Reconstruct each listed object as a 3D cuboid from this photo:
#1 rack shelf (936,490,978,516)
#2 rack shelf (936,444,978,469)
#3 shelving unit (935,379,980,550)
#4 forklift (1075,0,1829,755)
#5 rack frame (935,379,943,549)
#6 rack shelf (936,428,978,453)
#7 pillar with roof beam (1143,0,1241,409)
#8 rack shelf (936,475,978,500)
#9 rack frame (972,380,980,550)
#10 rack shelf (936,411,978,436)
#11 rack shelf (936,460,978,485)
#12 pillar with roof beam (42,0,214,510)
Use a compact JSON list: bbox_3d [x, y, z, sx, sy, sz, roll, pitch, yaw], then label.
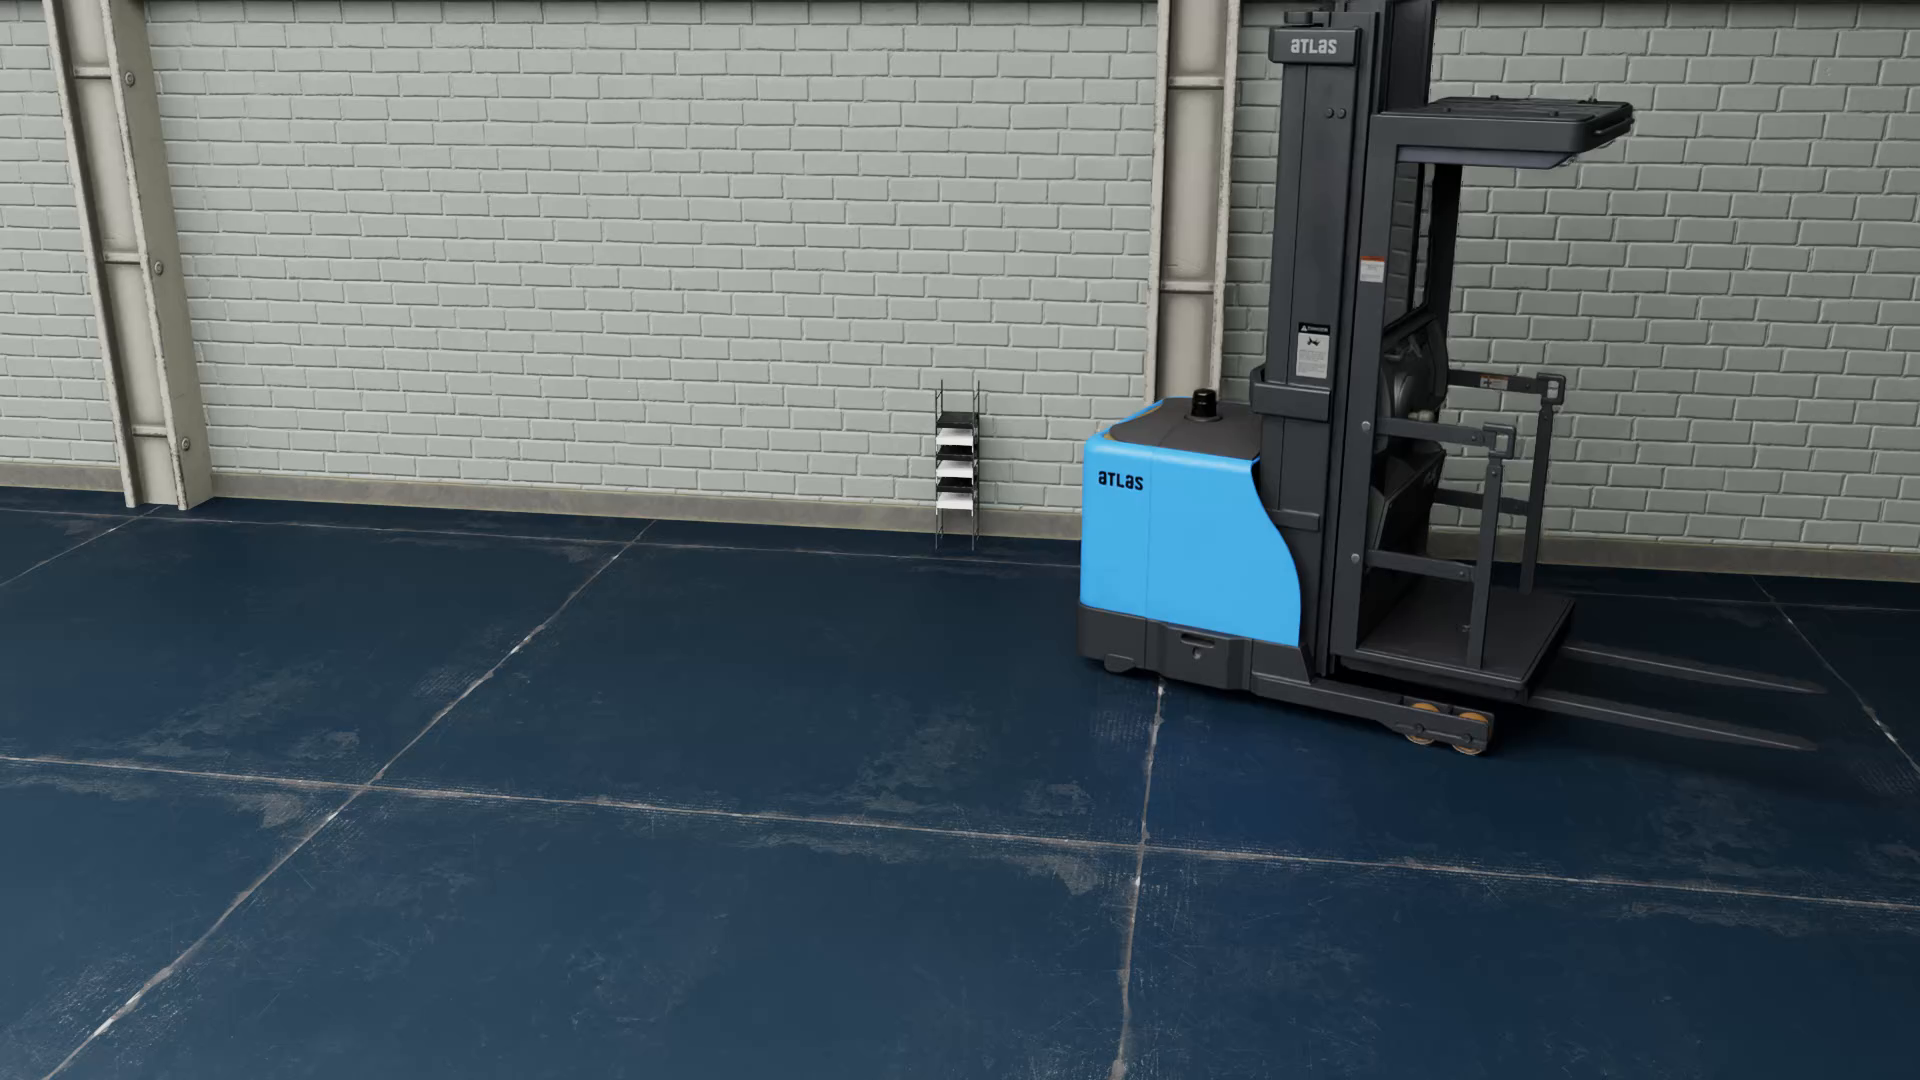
[{"bbox_3d":[-0.013,-0.209,9.183,0.200,0.077,0.258,3,19,7],"label":"rack shelf"},{"bbox_3d":[-0.013,-0.465,9.097,0.200,0.077,0.258,3,19,7],"label":"rack shelf"},{"bbox_3d":[-0.013,-0.412,9.115,0.210,0.900,0.258,3,19,7],"label":"shelving unit"},{"bbox_3d":[2.064,-0.716,6.823,3.031,2.935,1.130,10,21,28],"label":"forklift"},{"bbox_3d":[-0.114,-0.416,9.128,0.006,0.900,0.240,3,19,7],"label":"rack frame"},{"bbox_3d":[-0.013,-0.551,9.068,0.200,0.077,0.258,3,19,7],"label":"rack shelf"},{"bbox_3d":[0.499,-2.852,3.644,0.400,9.000,9.100,3,19,9],"label":"pillar with roof beam"},{"bbox_3d":[-0.013,-0.295,9.154,0.200,0.077,0.258,3,19,7],"label":"rack shelf"},{"bbox_3d":[0.088,-0.407,9.101,0.006,0.900,0.240,3,19,7],"label":"rack frame"},{"bbox_3d":[-0.013,-0.636,9.039,0.200,0.077,0.258,3,19,7],"label":"rack shelf"},{"bbox_3d":[-0.013,-0.380,9.125,0.200,0.077,0.258,3,19,7],"label":"rack shelf"},{"bbox_3d":[-5.425,-3.154,4.547,0.400,9.000,9.100,3,19,9],"label":"pillar with roof beam"}]
